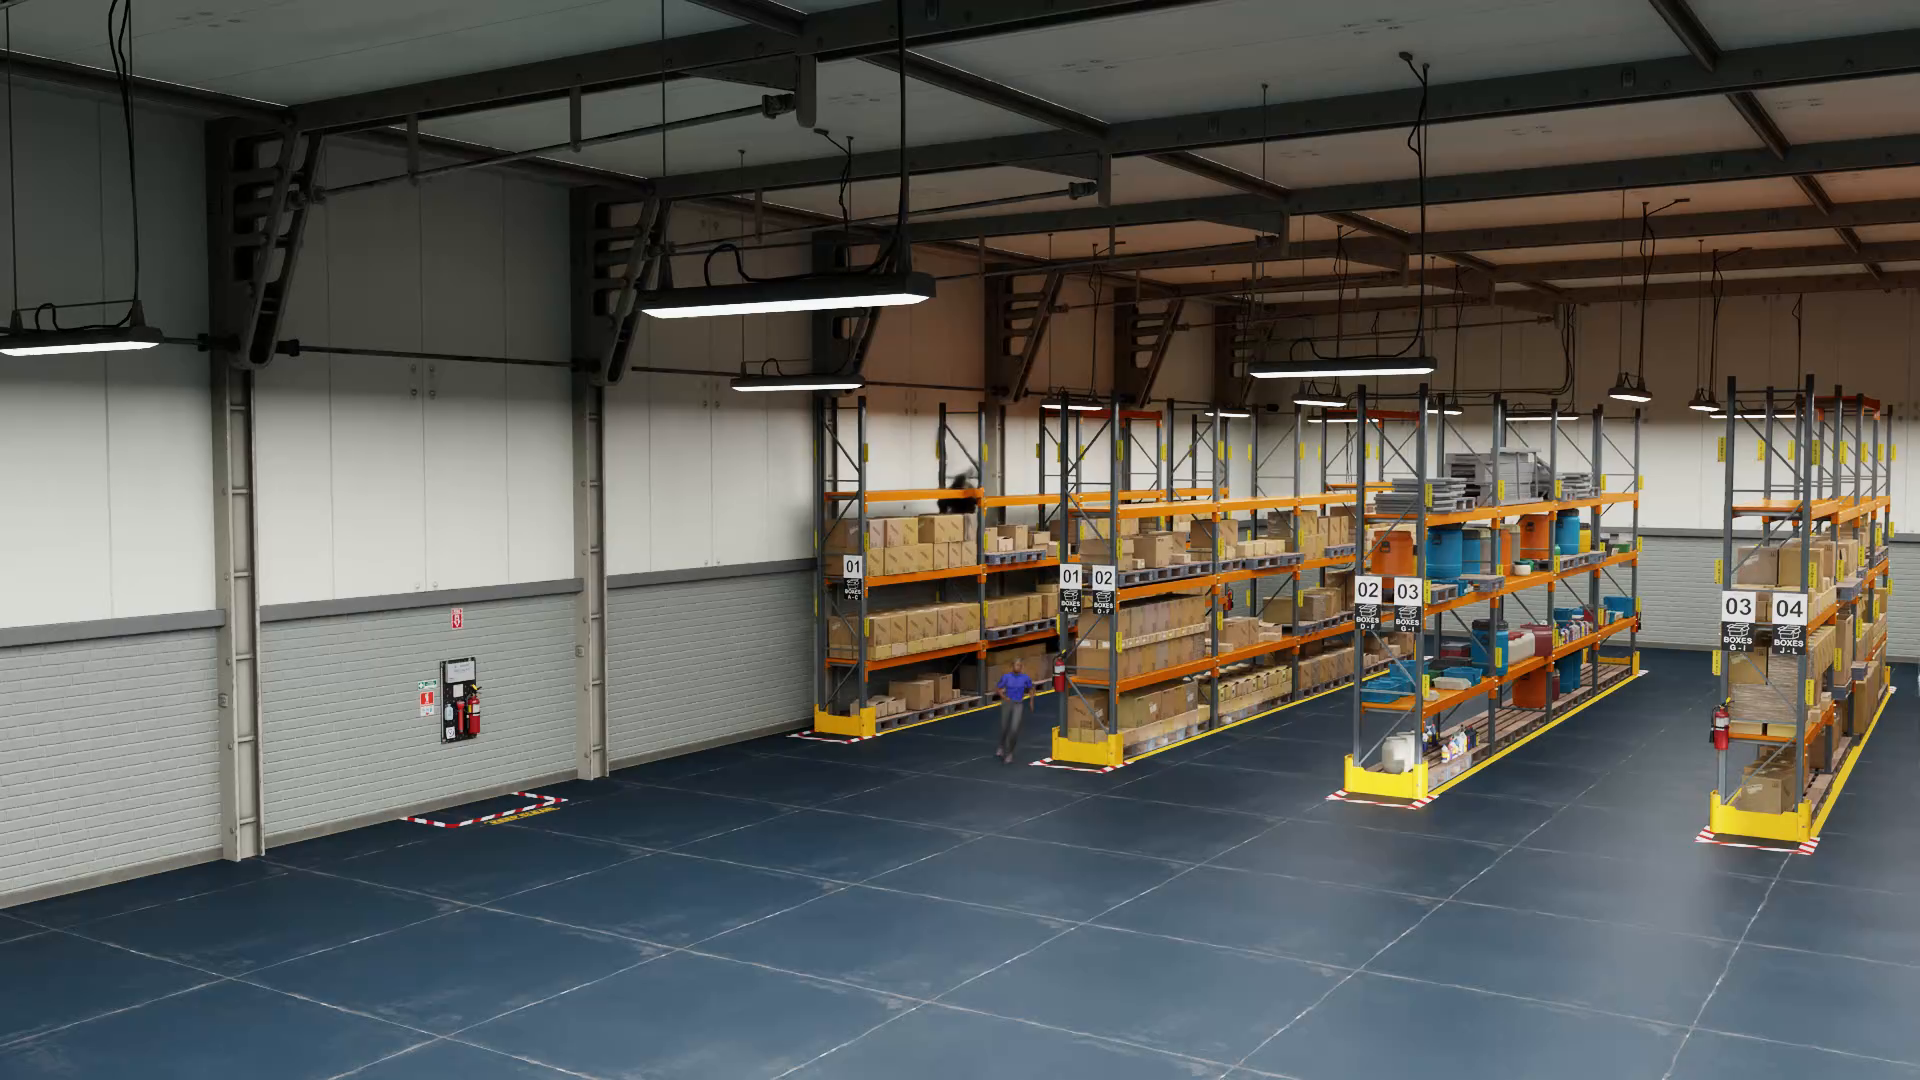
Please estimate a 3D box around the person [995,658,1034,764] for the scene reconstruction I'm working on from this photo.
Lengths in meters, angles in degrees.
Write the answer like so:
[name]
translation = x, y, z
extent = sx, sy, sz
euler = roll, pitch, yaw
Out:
[person]
translation = 0.891, 2.767, 27.082
extent = 0.640, 1.691, 0.704
euler = 0, 3, 1
